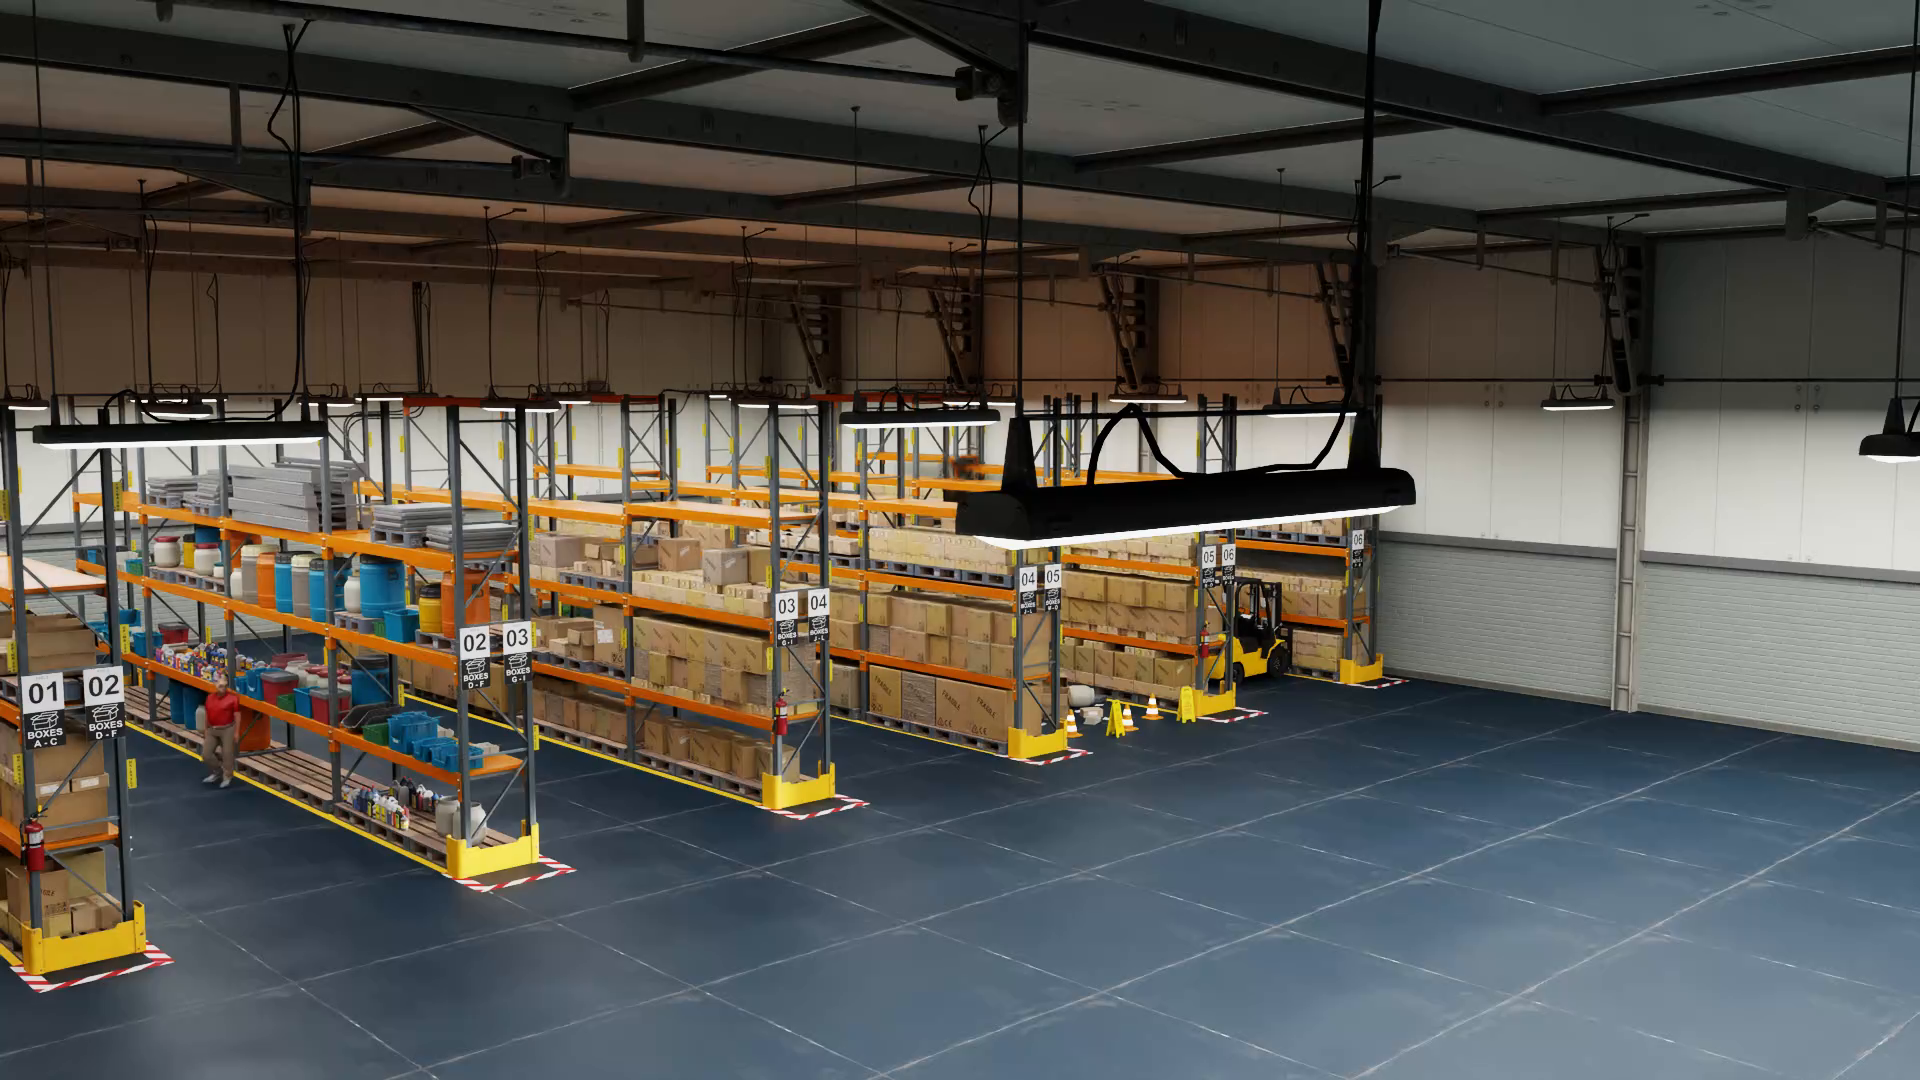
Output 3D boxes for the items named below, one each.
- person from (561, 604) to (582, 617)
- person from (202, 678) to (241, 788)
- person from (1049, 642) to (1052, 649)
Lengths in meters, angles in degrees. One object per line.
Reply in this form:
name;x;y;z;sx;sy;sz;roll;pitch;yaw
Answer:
person;-9.617;1.493;41.027;0.973;1.727;0.621;-4;7;-37
person;-11.457;3.025;25.761;0.629;1.617;0.424;0;6;-3
person;1.839;1.866;37.632;0.903;1.641;0.581;5;8;43
